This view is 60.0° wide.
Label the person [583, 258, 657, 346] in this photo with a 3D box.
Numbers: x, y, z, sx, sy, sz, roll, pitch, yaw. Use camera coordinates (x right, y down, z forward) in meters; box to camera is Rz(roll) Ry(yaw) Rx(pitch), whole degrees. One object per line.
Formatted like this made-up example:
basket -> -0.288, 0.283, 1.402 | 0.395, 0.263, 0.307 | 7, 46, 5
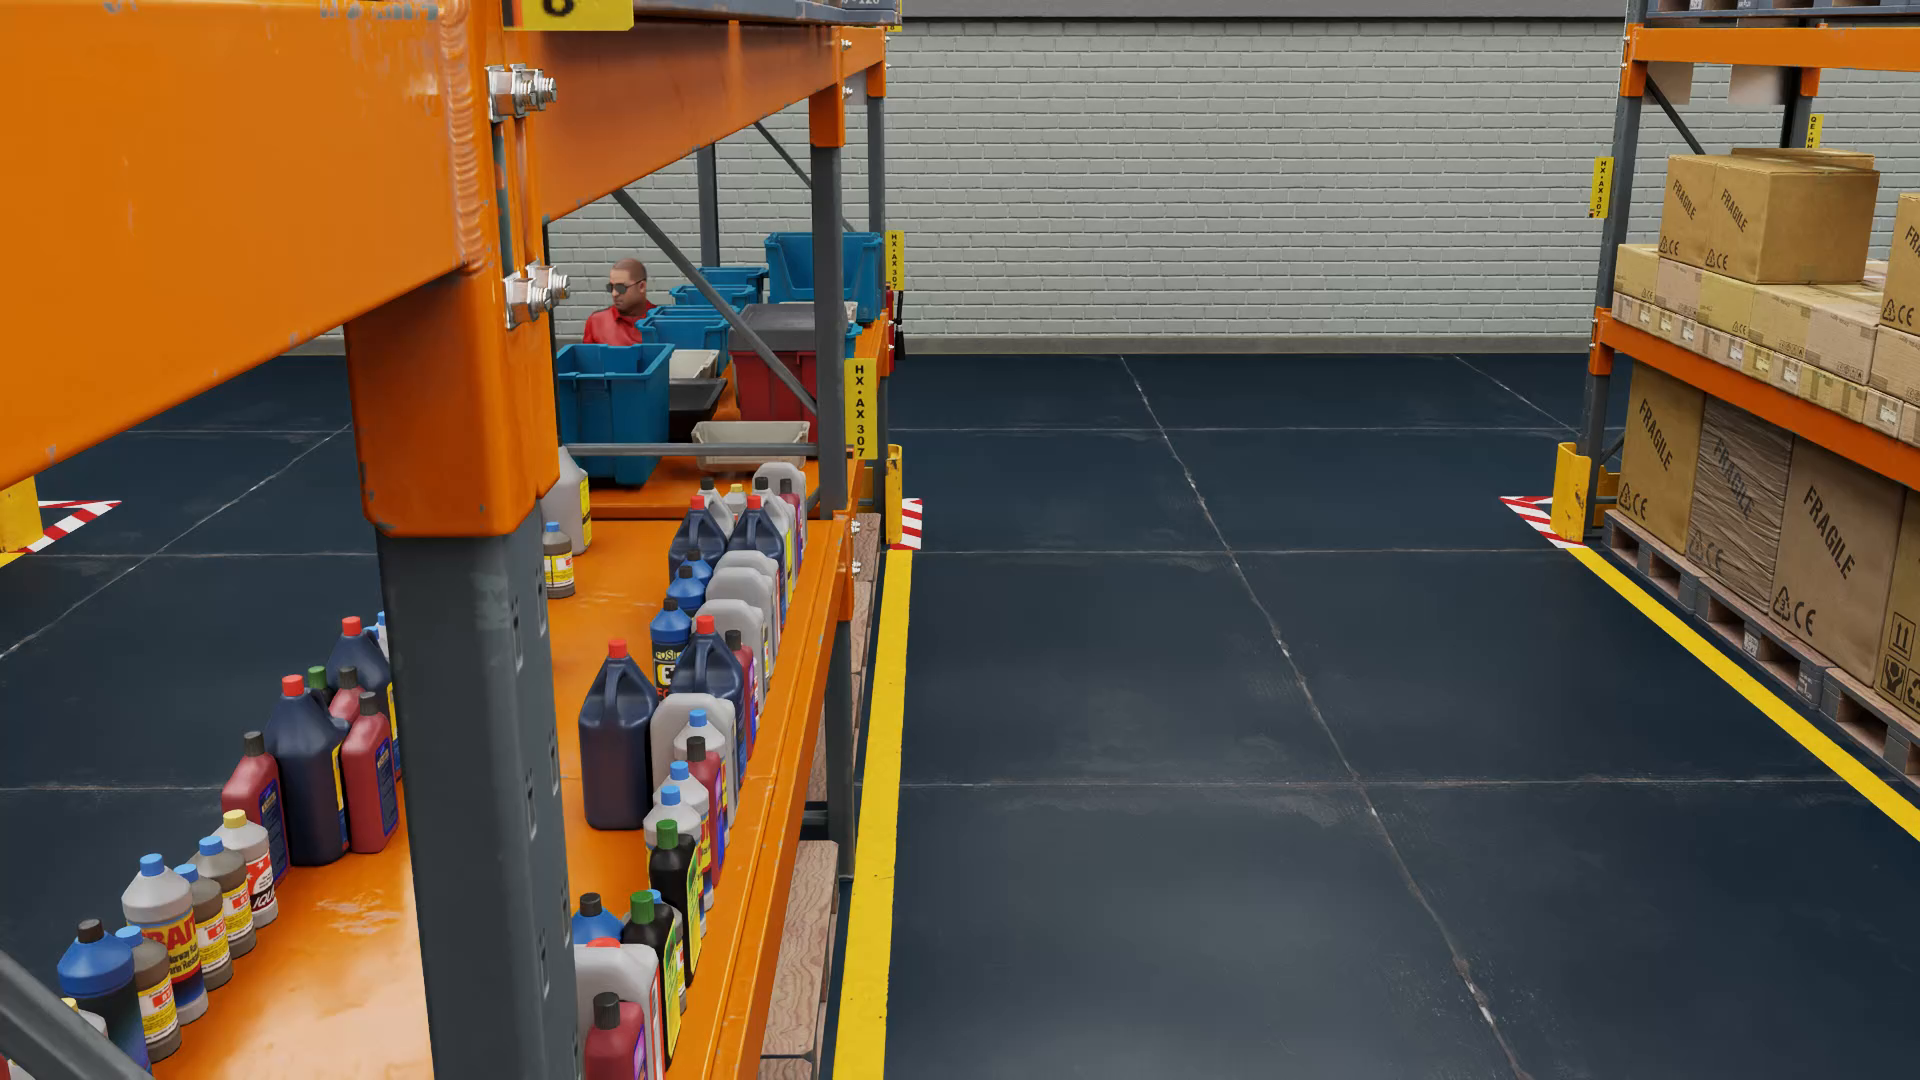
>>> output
person -> -1.570, -0.500, 8.277 | 0.502, 1.782, 0.688 | -6, 18, -20
